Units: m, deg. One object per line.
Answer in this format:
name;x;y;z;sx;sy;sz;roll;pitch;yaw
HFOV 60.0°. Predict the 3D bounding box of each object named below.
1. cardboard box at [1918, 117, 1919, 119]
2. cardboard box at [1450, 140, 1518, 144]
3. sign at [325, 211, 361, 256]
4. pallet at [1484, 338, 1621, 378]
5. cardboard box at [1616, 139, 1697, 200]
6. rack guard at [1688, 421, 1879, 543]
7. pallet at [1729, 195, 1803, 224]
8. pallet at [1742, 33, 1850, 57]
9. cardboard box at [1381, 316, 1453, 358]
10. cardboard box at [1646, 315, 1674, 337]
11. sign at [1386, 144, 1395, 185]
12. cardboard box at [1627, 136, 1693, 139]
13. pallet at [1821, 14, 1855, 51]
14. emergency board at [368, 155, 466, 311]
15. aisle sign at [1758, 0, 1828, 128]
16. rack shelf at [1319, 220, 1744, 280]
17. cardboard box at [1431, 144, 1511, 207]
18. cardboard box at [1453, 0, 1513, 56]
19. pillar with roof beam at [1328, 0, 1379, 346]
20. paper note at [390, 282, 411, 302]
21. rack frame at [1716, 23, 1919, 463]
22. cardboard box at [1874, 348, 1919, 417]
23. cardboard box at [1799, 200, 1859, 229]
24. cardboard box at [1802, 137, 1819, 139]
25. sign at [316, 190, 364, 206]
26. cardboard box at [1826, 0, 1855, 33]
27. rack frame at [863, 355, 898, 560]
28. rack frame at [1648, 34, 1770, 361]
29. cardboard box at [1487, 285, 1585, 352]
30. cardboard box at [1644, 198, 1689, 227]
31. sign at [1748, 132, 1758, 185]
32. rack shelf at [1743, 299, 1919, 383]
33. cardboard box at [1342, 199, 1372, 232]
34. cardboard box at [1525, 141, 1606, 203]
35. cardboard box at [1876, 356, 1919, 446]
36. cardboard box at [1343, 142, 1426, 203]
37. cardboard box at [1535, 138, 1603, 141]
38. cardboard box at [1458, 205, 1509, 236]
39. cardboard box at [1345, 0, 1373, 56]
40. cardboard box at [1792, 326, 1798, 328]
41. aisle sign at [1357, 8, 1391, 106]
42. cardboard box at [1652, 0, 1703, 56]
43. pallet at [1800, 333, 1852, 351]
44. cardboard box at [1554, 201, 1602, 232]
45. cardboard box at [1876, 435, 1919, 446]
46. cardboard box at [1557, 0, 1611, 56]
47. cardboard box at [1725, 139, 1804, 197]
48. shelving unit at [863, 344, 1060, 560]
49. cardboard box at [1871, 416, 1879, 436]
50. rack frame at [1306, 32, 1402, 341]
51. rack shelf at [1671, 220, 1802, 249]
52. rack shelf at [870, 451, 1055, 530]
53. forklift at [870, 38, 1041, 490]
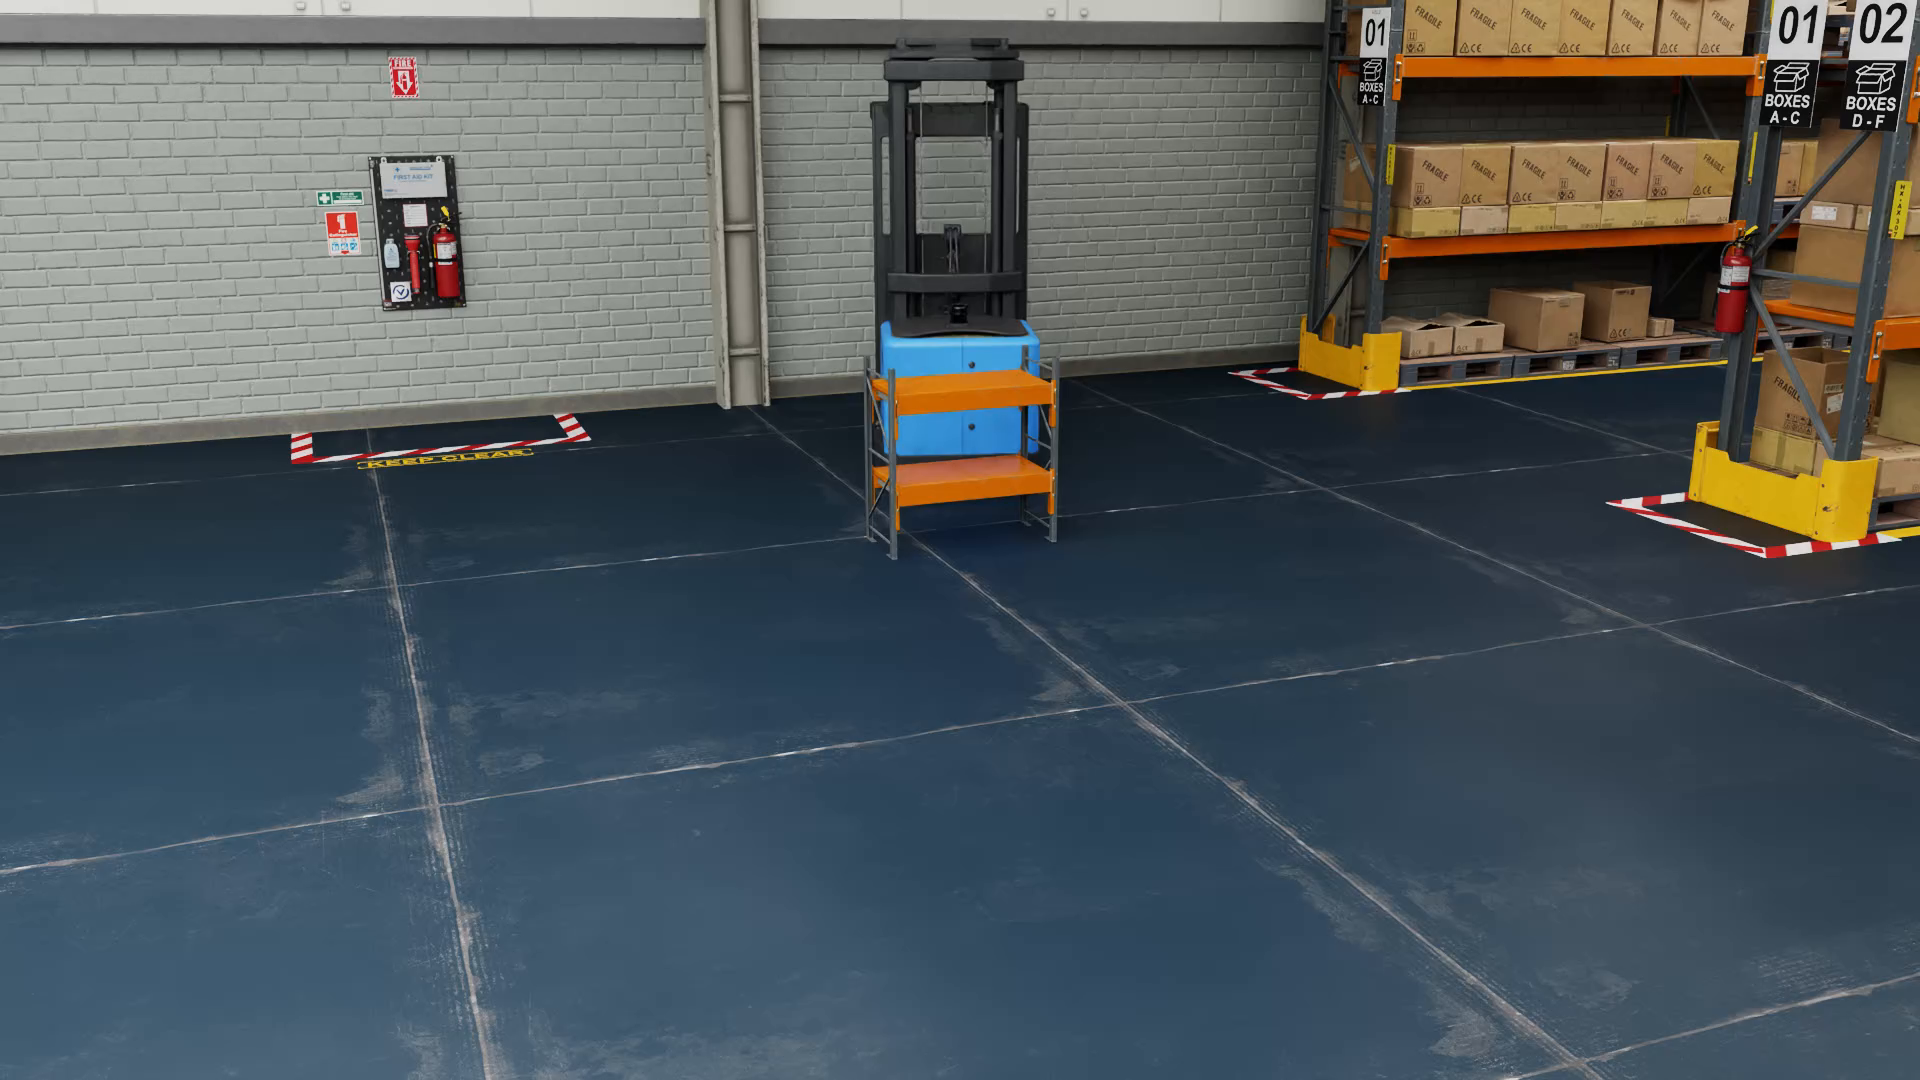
cardboard box;6.189;-2.365;10.347;0.500;0.500;0.700;-7;18;-22
cardboard box;4.752;-3.396;15.239;0.500;0.500;0.500;-7;18;-22
sign;-4.700;-2.336;12.667;0.234;0.329;0.001;-6;17;-20
pallet;5.413;-1.758;15.710;1.213;0.211;1.003;-6;17;-20
cardboard box;6.374;-3.414;15.299;0.500;0.500;0.500;-6;17;-20
rack guard;5.187;-0.389;10.536;0.348;0.500;1.175;-6;17;-20
pallet;7.934;-3.244;16.161;1.213;0.211;1.003;-6;17;-20
pallet;7.783;-4.680;15.722;1.003;0.211;1.213;-6;17;-20
cardboard box;4.112;-1.861;15.102;0.500;0.311;0.500;-8;18;-26
cardboard box;6.680;-2.087;16.129;0.250;0.166;0.380;-9;18;-27
sign;3.628;-3.166;14.021;0.005;0.325;0.100;-6;17;-20
cardboard box;6.655;-3.602;15.940;0.500;0.500;0.500;-7;18;-21
pallet;5.879;-3.052;10.001;1.213;0.211;1.003;-6;17;-20
emergency board;-4.146;-2.348;12.770;0.643;1.169;0.194;-6;17;-20
aisle sign;5.043;-2.909;10.066;0.004;0.787;0.394;-6;17;-20
rack shelf;5.301;-2.750;15.417;4.000;0.370;1.077;-6;17;-20
cardboard box;4.452;-3.207;14.597;0.500;0.500;0.500;-6;17;-20
cardboard box;4.350;-4.403;14.232;0.500;0.500;0.500;-5;17;-16
pillar with roof beam;5.318;-4.938;10.942;0.400;9.000;9.100;-6;17;-20
paper note;-4.336;-1.925;12.895;0.142;0.148;0.016;-6;17;-20
rack frame;5.210;-1.591;10.192;0.127;3.000;1.000;-6;17;-20
cardboard box;6.532;-1.070;11.221;0.500;0.500;0.500;-6;17;-20
cardboard box;5.498;-2.039;10.388;0.250;0.149;0.380;-6;18;-21
cardboard box;8.784;-3.727;16.510;0.500;0.500;0.700;-4;17;-12
sign;-4.692;-2.589;12.586;0.331;0.109;0.001;-6;17;-20
cardboard box;8.283;-4.991;15.860;0.500;0.311;0.500;-6;17;-18
rack frame;-0.468;-0.489;9.768;0.032;1.125;0.500;-6;17;-20
rack frame;7.169;-3.297;16.002;0.127;3.000;1.000;-6;17;-20
cardboard box;5.347;-2.070;15.479;0.500;0.500;0.700;-7;18;-24
cardboard box;6.367;-3.059;15.422;0.500;0.250;0.500;-6;17;-20
sign;5.028;-2.404;10.486;0.005;0.325;0.100;-6;17;-20
rack shelf;7.077;-1.447;10.980;4.000;0.370;1.077;-6;17;-20
cardboard box;3.801;-2.929;14.981;0.500;0.250;0.500;-6;17;-19
cardboard box;5.414;-3.313;14.956;0.500;0.500;0.500;-6;17;-18
cardboard box;6.256;-0.879;10.572;0.500;0.500;0.500;-6;17;-20
cardboard box;3.798;-3.295;14.894;0.500;0.500;0.500;-6;18;-21
cardboard box;5.703;-3.502;15.600;0.500;0.500;0.500;-6;17;-19
cardboard box;4.483;-2.853;14.721;0.500;0.250;0.500;-7;18;-22
cardboard box;3.733;-4.499;14.559;0.500;0.500;0.500;-5;17;-16
cardboard box;8.315;-2.453;16.782;0.500;0.500;0.700;-7;18;-21
aisle sign;3.474;-4.055;13.969;0.004;0.787;0.394;-6;17;-20
cardboard box;6.309;-4.630;15.005;0.500;0.500;0.500;-8;18;-25
pallet;9.036;-2.162;17.086;1.213;0.211;1.003;-6;17;-20
cardboard box;5.433;-2.953;15.062;0.500;0.250;0.500;-6;17;-20
cardboard box;6.256;-0.520;10.680;0.500;0.250;0.500;-6;17;-20
cardboard box;5.326;-4.516;14.617;0.500;0.500;0.500;-5;17;-17
cardboard box;7.656;-3.598;16.070;0.500;0.500;0.700;-6;17;-20
shelving unit;0.006;-0.540;9.942;1.048;1.125;0.538;-6;17;-20
cardboard box;6.067;-0.658;11.151;0.500;0.250;0.500;-6;17;-20
rack frame;3.434;-2.894;14.629;0.127;3.000;1.000;-6;17;-20
rack shelf;9.036;-3.153;16.790;4.000;0.370;1.077;-6;17;-20
rack shelf;0.006;-0.306;10.011;1.000;0.278;0.538;-6;17;-20
forklift;-0.084;-2.088;12.008;1.130;2.935;3.031;-1;16;-4
